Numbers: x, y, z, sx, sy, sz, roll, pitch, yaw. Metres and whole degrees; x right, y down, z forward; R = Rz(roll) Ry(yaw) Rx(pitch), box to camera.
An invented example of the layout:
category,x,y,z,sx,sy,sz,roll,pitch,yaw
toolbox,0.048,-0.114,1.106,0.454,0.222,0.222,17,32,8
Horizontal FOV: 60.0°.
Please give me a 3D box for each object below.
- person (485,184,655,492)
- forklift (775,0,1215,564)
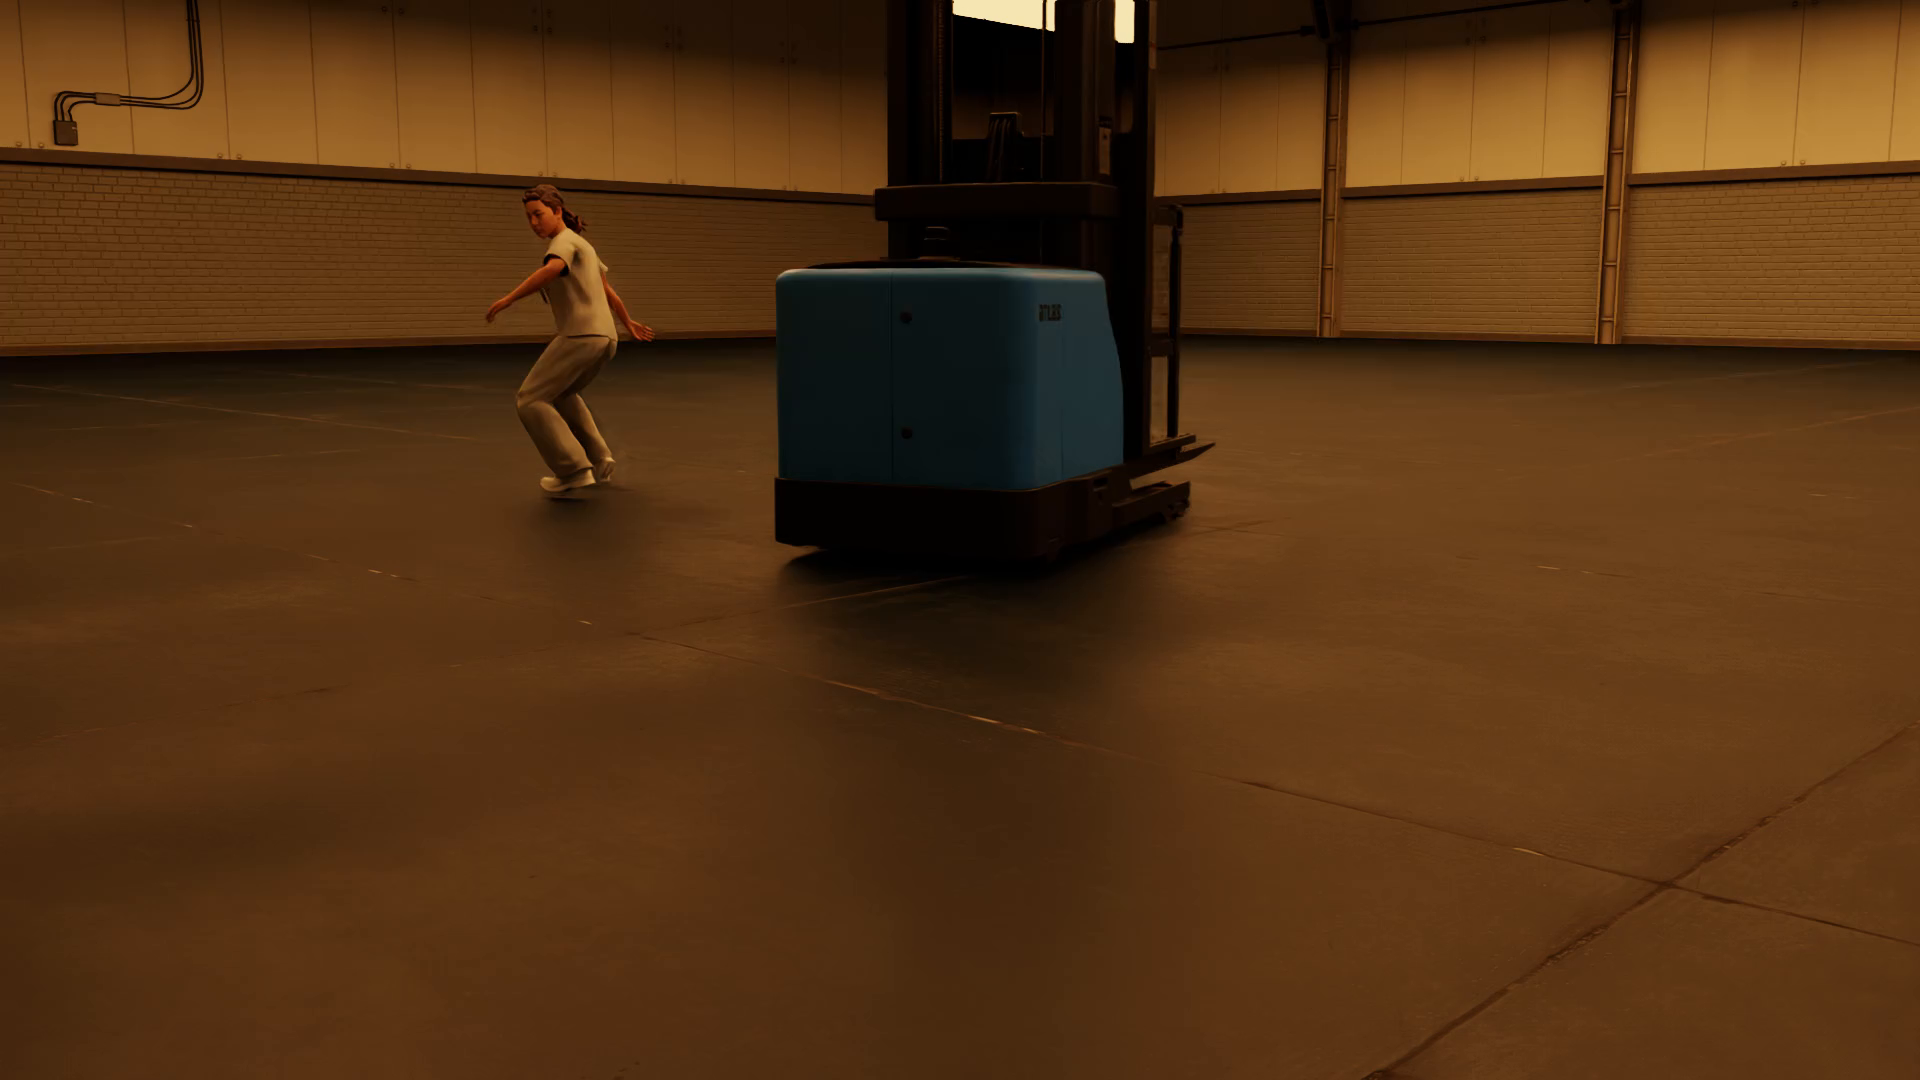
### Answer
category,x,y,z,sx,sy,sz,roll,pitch,yaw
person,-1.927,-0.953,8.303,0.532,1.611,0.942,1,9,9
forklift,0.378,-1.543,7.119,1.130,2.935,3.031,4,9,24
